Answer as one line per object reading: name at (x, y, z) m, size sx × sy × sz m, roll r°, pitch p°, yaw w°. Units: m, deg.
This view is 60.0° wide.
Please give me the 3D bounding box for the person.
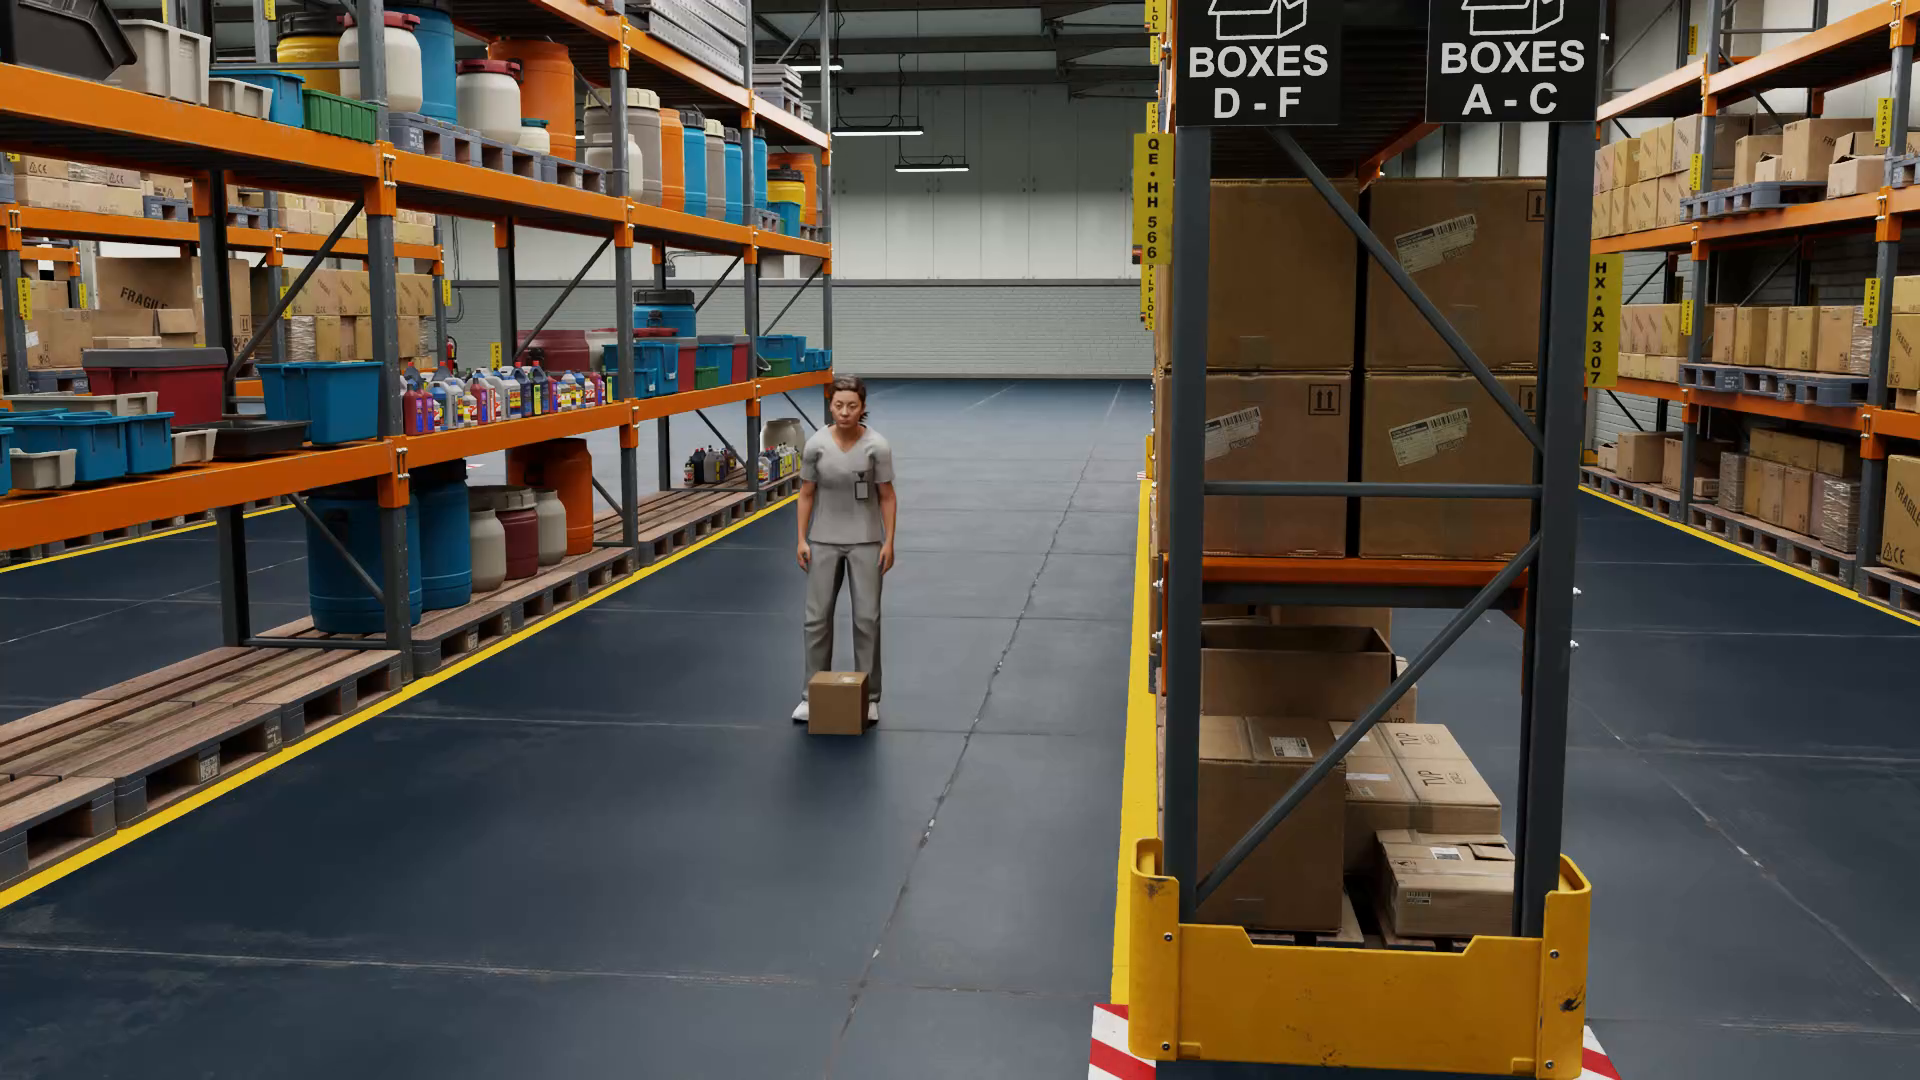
person at (-0.556, 0.036, 8.044) m, size 0.498 × 1.671 × 0.358 m, roll 0°, pitch 8°, yaw 4°
